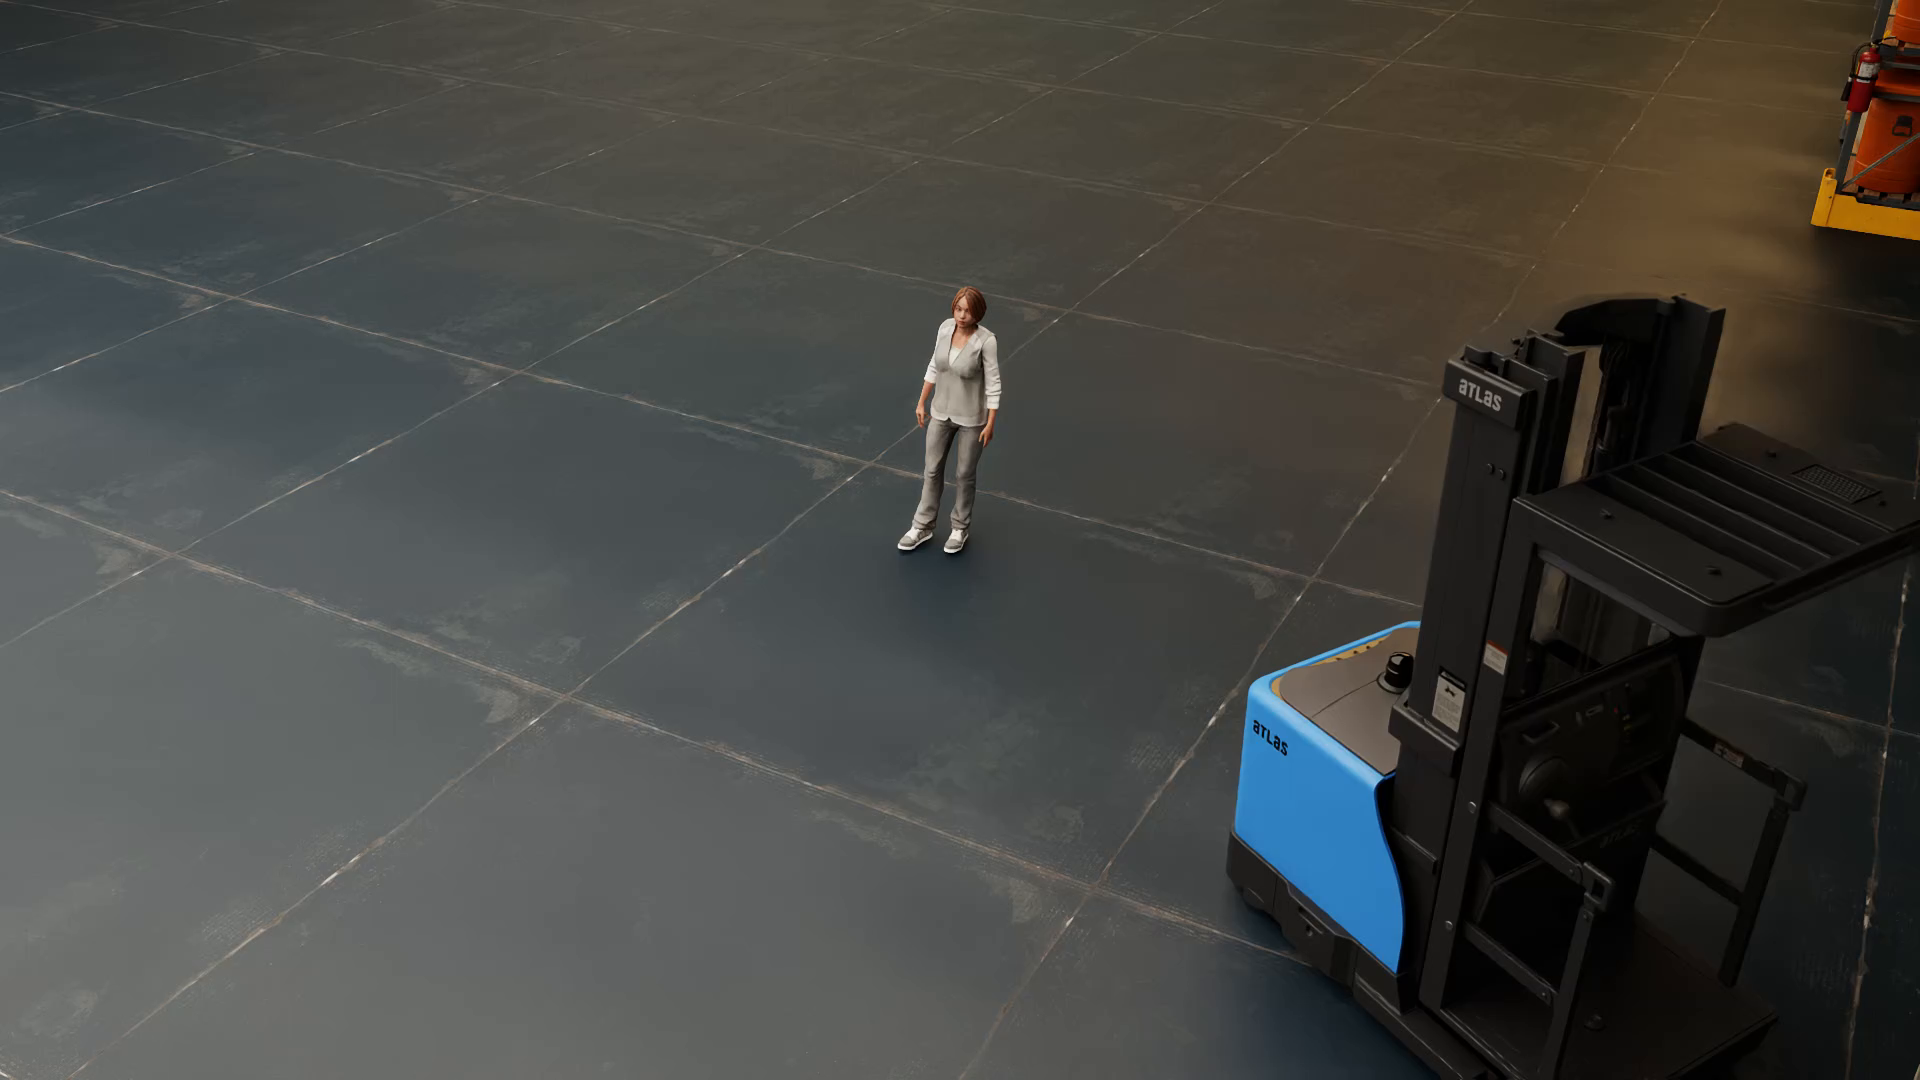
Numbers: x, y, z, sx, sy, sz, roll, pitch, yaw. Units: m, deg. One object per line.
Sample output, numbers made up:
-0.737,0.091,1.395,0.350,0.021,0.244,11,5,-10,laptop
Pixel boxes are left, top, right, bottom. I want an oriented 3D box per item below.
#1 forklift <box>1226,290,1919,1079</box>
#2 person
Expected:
2.366,0.748,5.775,1.130,2.935,3.031,-17,34,-27,forklift
-0.049,-0.669,9.549,0.520,1.599,0.473,15,33,25,person
